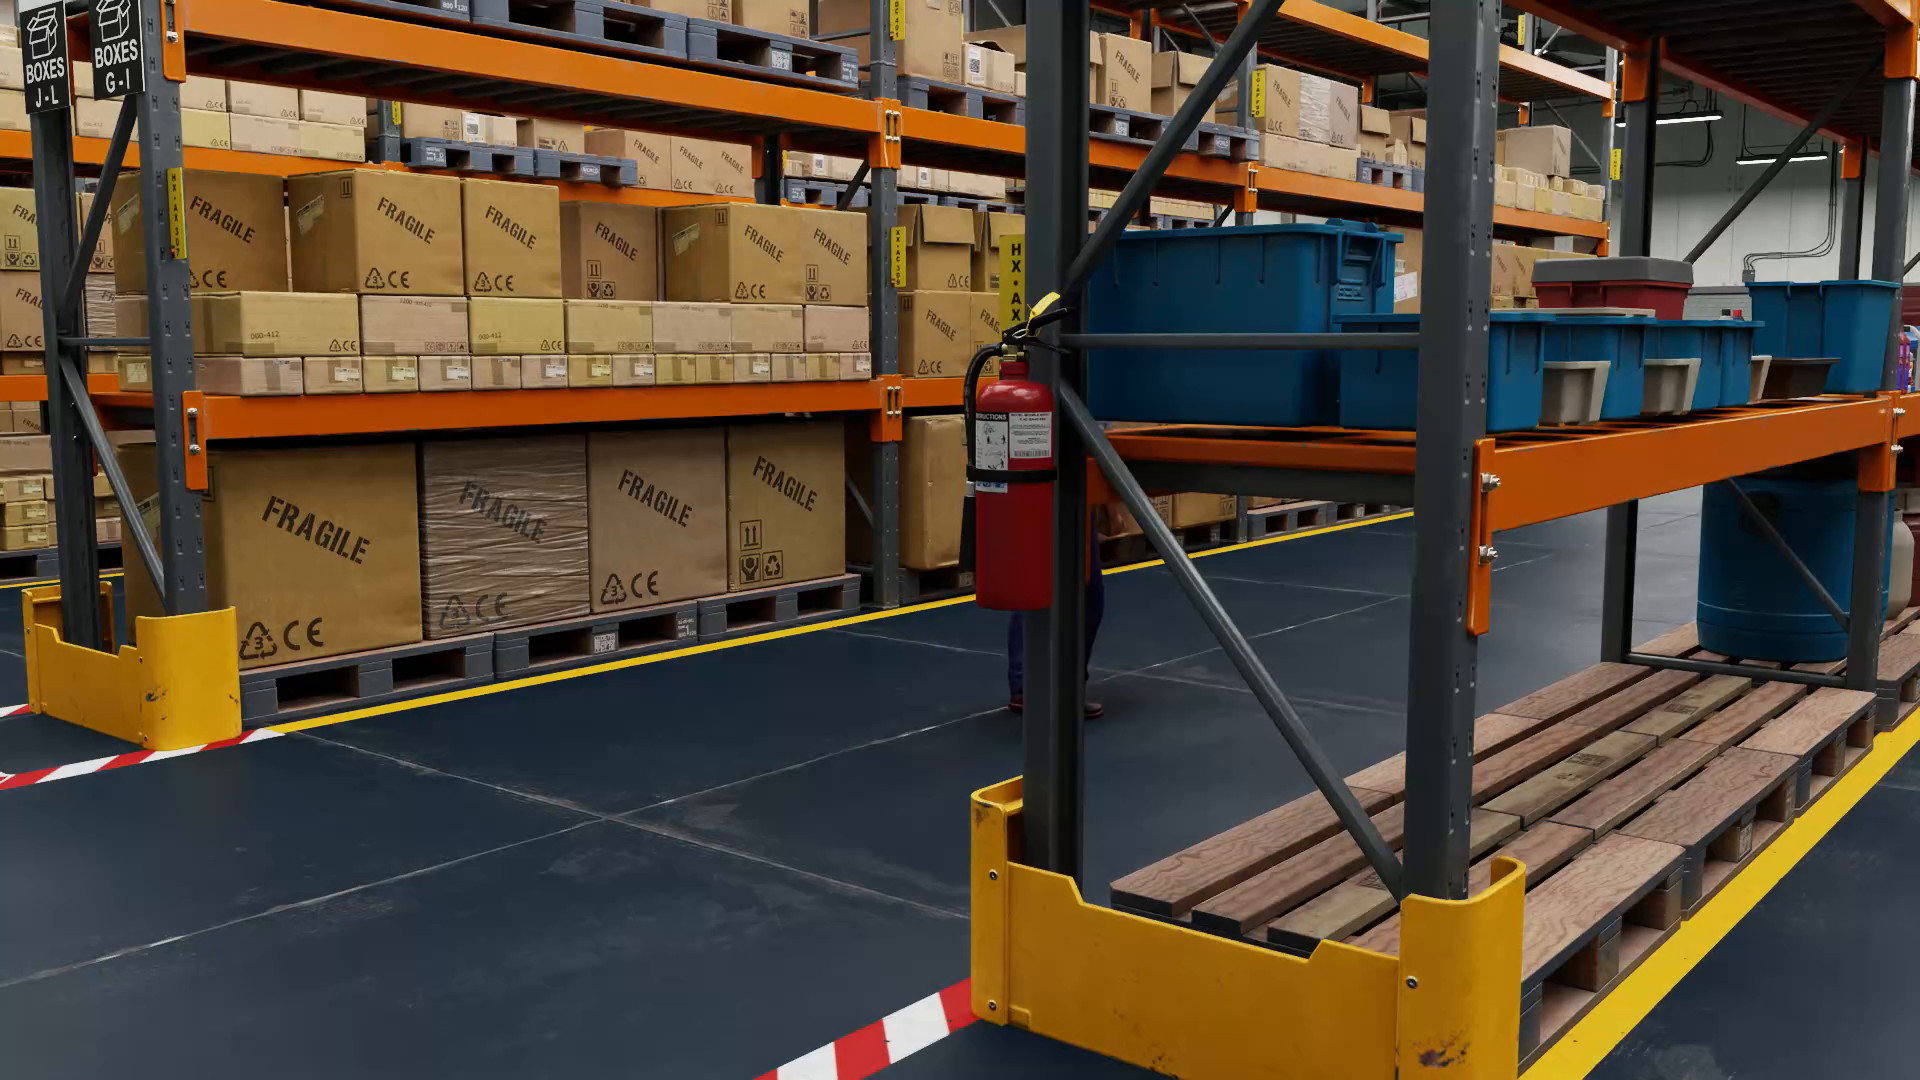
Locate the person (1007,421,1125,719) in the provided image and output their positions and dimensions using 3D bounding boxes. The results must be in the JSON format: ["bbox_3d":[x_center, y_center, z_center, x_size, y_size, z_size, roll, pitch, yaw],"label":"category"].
[{"bbox_3d":[0.401,-0.090,6.764,0.441,1.609,0.571,5,9,37],"label":"person"}]
